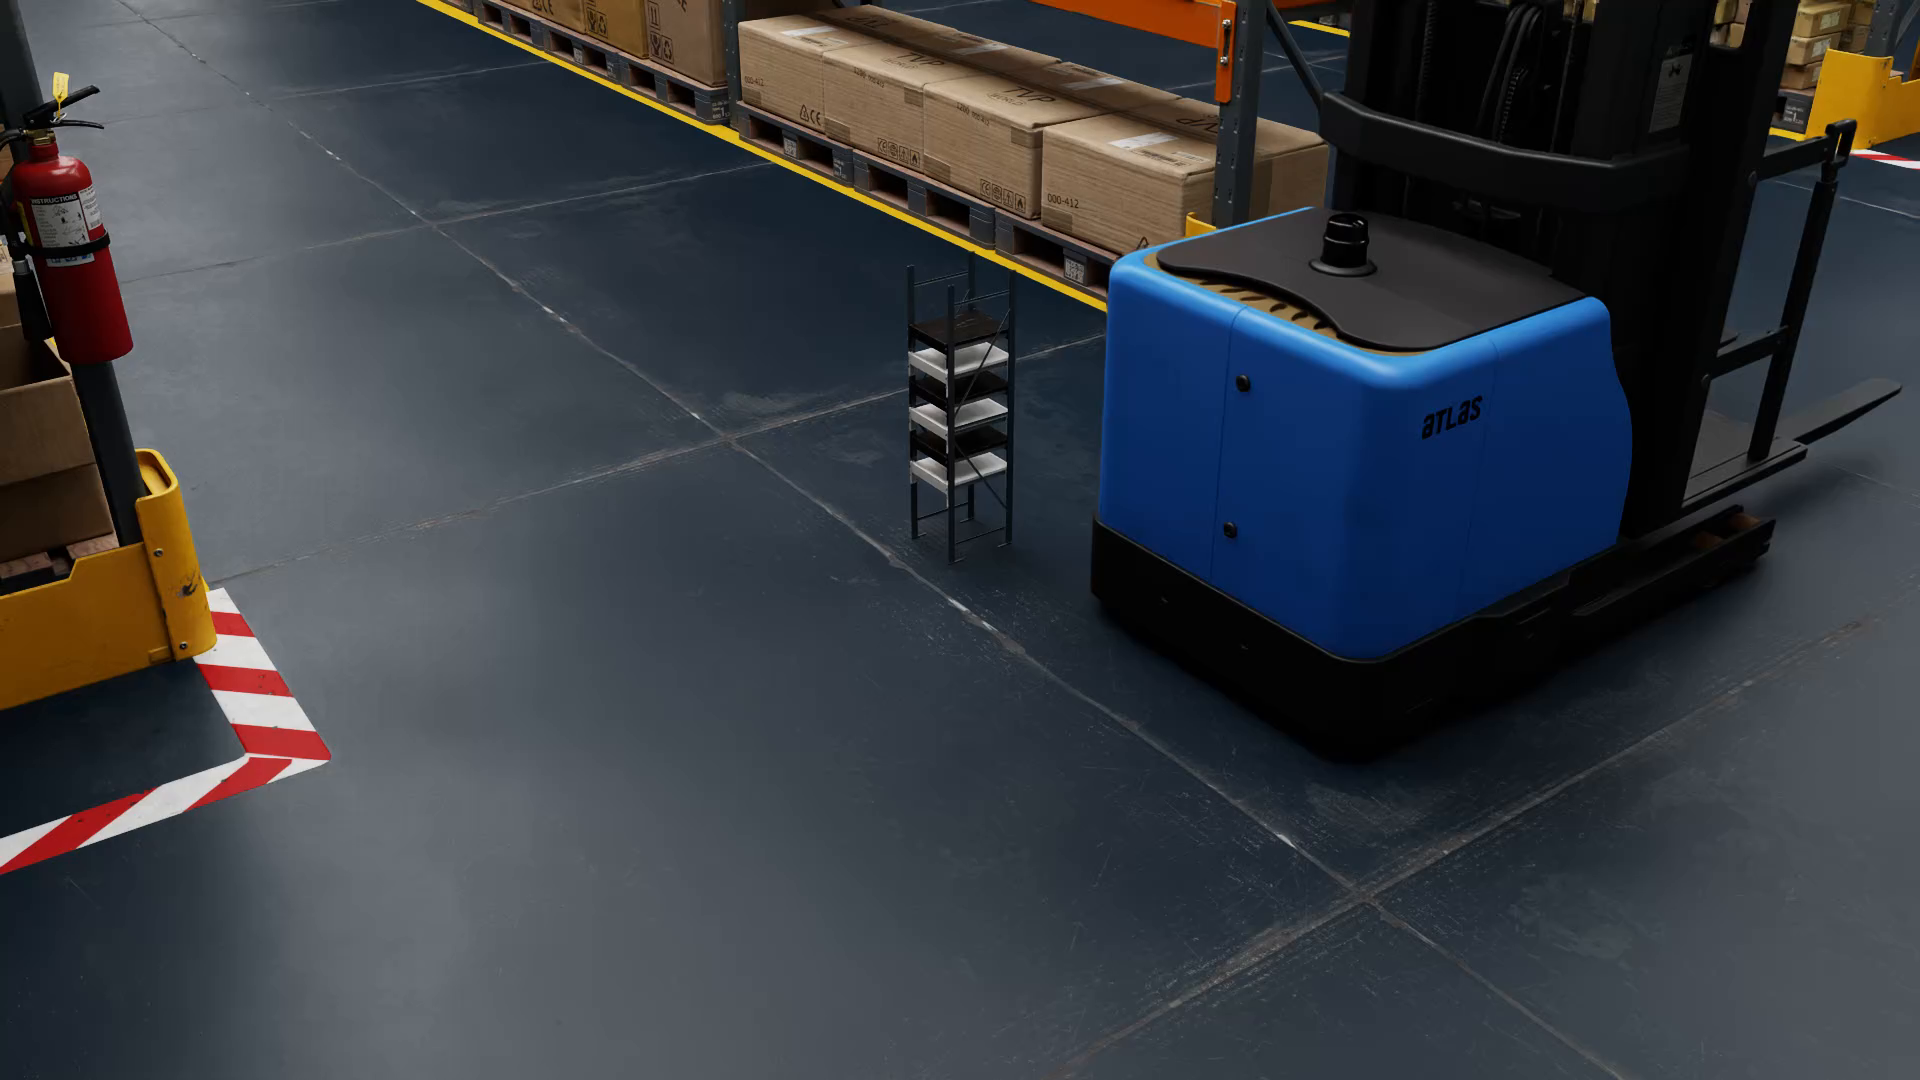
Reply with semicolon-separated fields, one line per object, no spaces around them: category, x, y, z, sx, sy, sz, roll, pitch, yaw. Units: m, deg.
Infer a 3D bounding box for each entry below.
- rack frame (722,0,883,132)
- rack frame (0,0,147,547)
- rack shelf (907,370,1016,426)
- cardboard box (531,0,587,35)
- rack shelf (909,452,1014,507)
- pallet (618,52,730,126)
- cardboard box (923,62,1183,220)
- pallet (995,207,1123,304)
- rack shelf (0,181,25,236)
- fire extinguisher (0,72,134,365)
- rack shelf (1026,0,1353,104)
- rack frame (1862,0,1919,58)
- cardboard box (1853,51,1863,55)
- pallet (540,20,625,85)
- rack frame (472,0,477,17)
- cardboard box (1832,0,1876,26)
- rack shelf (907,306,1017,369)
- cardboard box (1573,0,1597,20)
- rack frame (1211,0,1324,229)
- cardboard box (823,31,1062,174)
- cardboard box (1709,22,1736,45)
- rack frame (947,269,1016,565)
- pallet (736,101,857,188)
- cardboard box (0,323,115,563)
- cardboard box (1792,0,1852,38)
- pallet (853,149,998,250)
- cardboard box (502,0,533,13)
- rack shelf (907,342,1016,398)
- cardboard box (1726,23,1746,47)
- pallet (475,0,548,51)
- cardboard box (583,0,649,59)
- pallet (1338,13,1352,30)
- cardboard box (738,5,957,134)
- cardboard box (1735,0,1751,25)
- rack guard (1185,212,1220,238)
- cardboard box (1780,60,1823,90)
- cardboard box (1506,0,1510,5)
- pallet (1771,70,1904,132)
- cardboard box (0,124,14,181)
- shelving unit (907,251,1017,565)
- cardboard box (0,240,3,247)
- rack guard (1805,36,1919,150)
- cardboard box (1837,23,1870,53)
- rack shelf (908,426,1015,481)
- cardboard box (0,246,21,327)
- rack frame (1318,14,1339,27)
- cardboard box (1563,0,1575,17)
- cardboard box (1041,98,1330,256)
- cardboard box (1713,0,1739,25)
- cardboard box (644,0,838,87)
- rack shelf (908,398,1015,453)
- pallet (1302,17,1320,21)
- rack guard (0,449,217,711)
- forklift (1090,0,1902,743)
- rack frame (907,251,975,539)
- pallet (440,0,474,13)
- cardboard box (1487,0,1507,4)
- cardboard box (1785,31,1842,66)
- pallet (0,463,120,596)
rack frame;-0.891;-3.820;9.141;1.000;3.000;0.127;-19;34;-31
rack frame;-2.612;-0.890;3.745;1.000;3.000;0.127;-19;34;-31
rack shelf;0.005;-0.442;5.002;0.258;0.077;0.200;-19;34;-31
cardboard box;-2.364;-3.987;11.234;0.875;0.875;0.875;-18;33;-30
rack shelf;0.005;-0.205;5.131;0.258;0.077;0.200;-19;34;-31
pallet;-1.400;-2.874;10.321;1.003;0.211;1.213;-19;34;-31
cardboard box;0.427;-1.906;7.862;0.875;0.438;0.875;-18;33;-29
pallet;0.901;-1.329;7.476;1.003;0.211;1.213;-19;34;-31
rack shelf;-3.772;-1.351;5.349;1.077;0.370;4.000;-19;34;-31
fire extinguisher;-2.150;-0.763;3.983;0.296;0.674;0.183;-19;34;-31
rack shelf;0.269;-2.727;7.881;1.077;0.370;4.000;-19;34;-31
rack frame;5.403;-3.675;8.874;1.000;3.000;0.127;-19;34;-31
cardboard box;5.359;-2.899;9.992;0.380;0.149;0.250;-18;33;-30
pallet;-2.112;-3.349;11.195;1.003;0.211;1.213;-19;34;-31
rack frame;-3.211;-5.375;12.005;1.000;3.000;0.127;-19;34;-31
cardboard box;5.375;-3.166;9.860;0.380;0.149;0.250;-21;35;-33
rack shelf;0.005;-0.600;4.916;0.258;0.077;0.200;-19;34;-31
cardboard box;4.117;-3.368;10.543;0.380;0.149;0.250;-17;33;-28
rack frame;1.429;-2.265;6.278;1.000;3.000;0.127;-19;34;-31
cardboard box;-0.095;-2.257;8.508;0.875;0.438;0.875;-20;34;-32
cardboard box;4.561;-3.065;9.986;0.380;0.149;0.250;-20;35;-33
rack frame;0.064;-0.353;4.957;0.240;0.900;0.006;-19;34;-31
pallet;-0.514;-2.278;9.223;1.003;0.211;1.213;-19;34;-31
cardboard box;-2.890;-0.241;4.727;0.797;0.503;0.637;-20;34;-33
cardboard box;4.889;-3.004;9.562;0.380;0.149;0.250;-18;33;-30
pallet;0.198;-1.803;8.349;1.003;0.211;1.213;-19;34;-31
cardboard box;-2.878;-4.335;11.875;0.875;0.875;0.875;-19;34;-31
rack shelf;0.005;-0.521;4.959;0.258;0.077;0.200;-19;34;-31
cardboard box;4.756;-2.980;9.830;0.380;0.149;0.250;-20;34;-32
pallet;-2.816;-3.823;12.067;1.003;0.211;1.213;-19;34;-31
cardboard box;-1.846;-3.639;10.594;0.875;0.875;0.875;-18;33;-29
pallet;3.501;-3.753;11.940;1.003;0.211;1.213;-19;34;-31
cardboard box;-0.614;-2.605;9.149;0.875;0.438;0.875;-19;34;-31
cardboard box;4.790;-3.117;9.771;0.380;0.149;0.250;-18;33;-30
rack guard;1.443;-1.157;6.857;1.175;0.500;0.348;-19;34;-31
cardboard box;4.927;-2.754;9.724;0.380;0.149;0.250;-18;33;-30
cardboard box;3.812;-3.570;10.916;0.380;0.149;0.250;-19;34;-31
pallet;4.916;-2.805;10.193;1.003;0.211;1.213;-19;34;-31
cardboard box;-2.579;-0.983;4.180;0.380;0.149;0.250;-19;34;-31
shelving unit;0.005;-0.392;5.029;0.258;0.900;0.210;-19;34;-31
cardboard box;-3.579;-0.816;5.789;0.500;0.500;0.500;-18;33;-30
rack guard;5.359;-2.606;9.525;1.175;0.500;0.348;-19;34;-31
cardboard box;5.308;-3.012;9.889;0.380;0.149;0.250;-17;33;-29
rack shelf;0.005;-0.284;5.088;0.258;0.077;0.200;-19;34;-31
cardboard box;-3.354;-0.583;5.359;0.700;0.500;0.500;-17;33;-29
rack frame;3.082;-5.230;11.737;1.000;3.000;0.127;-19;34;-31
cardboard box;3.934;-3.467;10.726;0.380;0.149;0.250;-18;34;-30
cardboard box;0.965;-1.553;7.211;0.875;0.438;0.875;-20;34;-32
cardboard box;4.536;-3.183;9.891;0.380;0.149;0.250;-20;34;-32
cardboard box;-1.316;-3.290;9.951;0.875;0.875;0.875;-18;33;-29
rack shelf;0.005;-0.363;5.045;0.258;0.077;0.200;-19;34;-31
pallet;2.630;-4.307;12.959;1.003;0.211;1.213;-19;34;-31
rack guard;-2.656;0.179;4.396;1.175;0.500;0.348;-19;34;-31
forklift;1.863;-1.327;4.623;3.031;2.935;1.130;-20;34;-32
rack frame;-0.054;-0.432;5.102;0.240;0.900;0.006;-19;34;-31
pallet;-3.664;-4.454;13.230;1.003;0.211;1.213;-19;34;-31
cardboard box;3.717;-3.685;11.128;0.380;0.149;0.250;-17;33;-28
cardboard box;4.864;-2.864;9.615;0.380;0.149;0.250;-20;34;-32
pallet;-3.119;-0.003;5.035;1.003;0.211;1.213;-19;34;-31
